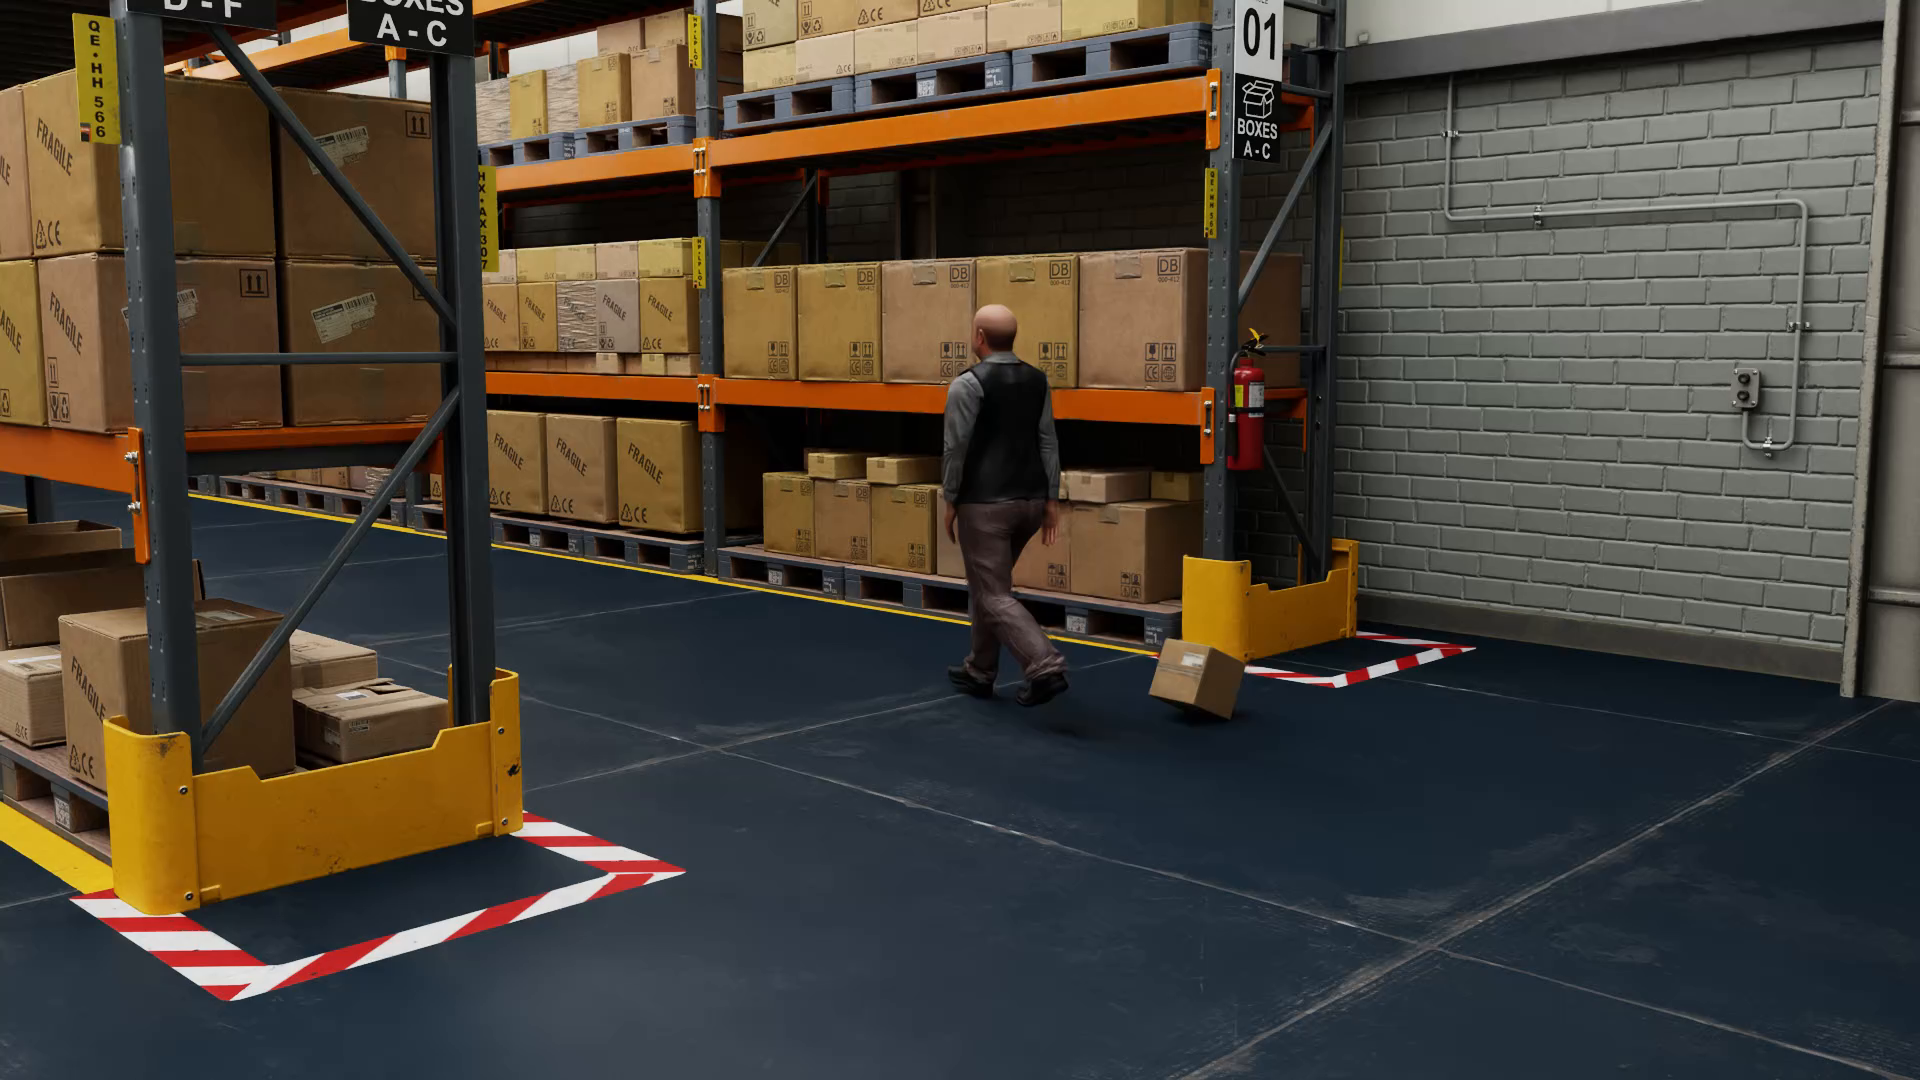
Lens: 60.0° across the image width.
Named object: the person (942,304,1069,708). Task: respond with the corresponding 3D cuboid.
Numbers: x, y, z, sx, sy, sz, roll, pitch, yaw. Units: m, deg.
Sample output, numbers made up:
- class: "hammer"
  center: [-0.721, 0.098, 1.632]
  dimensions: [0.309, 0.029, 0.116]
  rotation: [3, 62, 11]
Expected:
- class: "person"
  center: [0.173, -0.135, 6.970]
  dimensions: [0.537, 1.693, 0.968]
  rotation: [-6, 9, -41]
